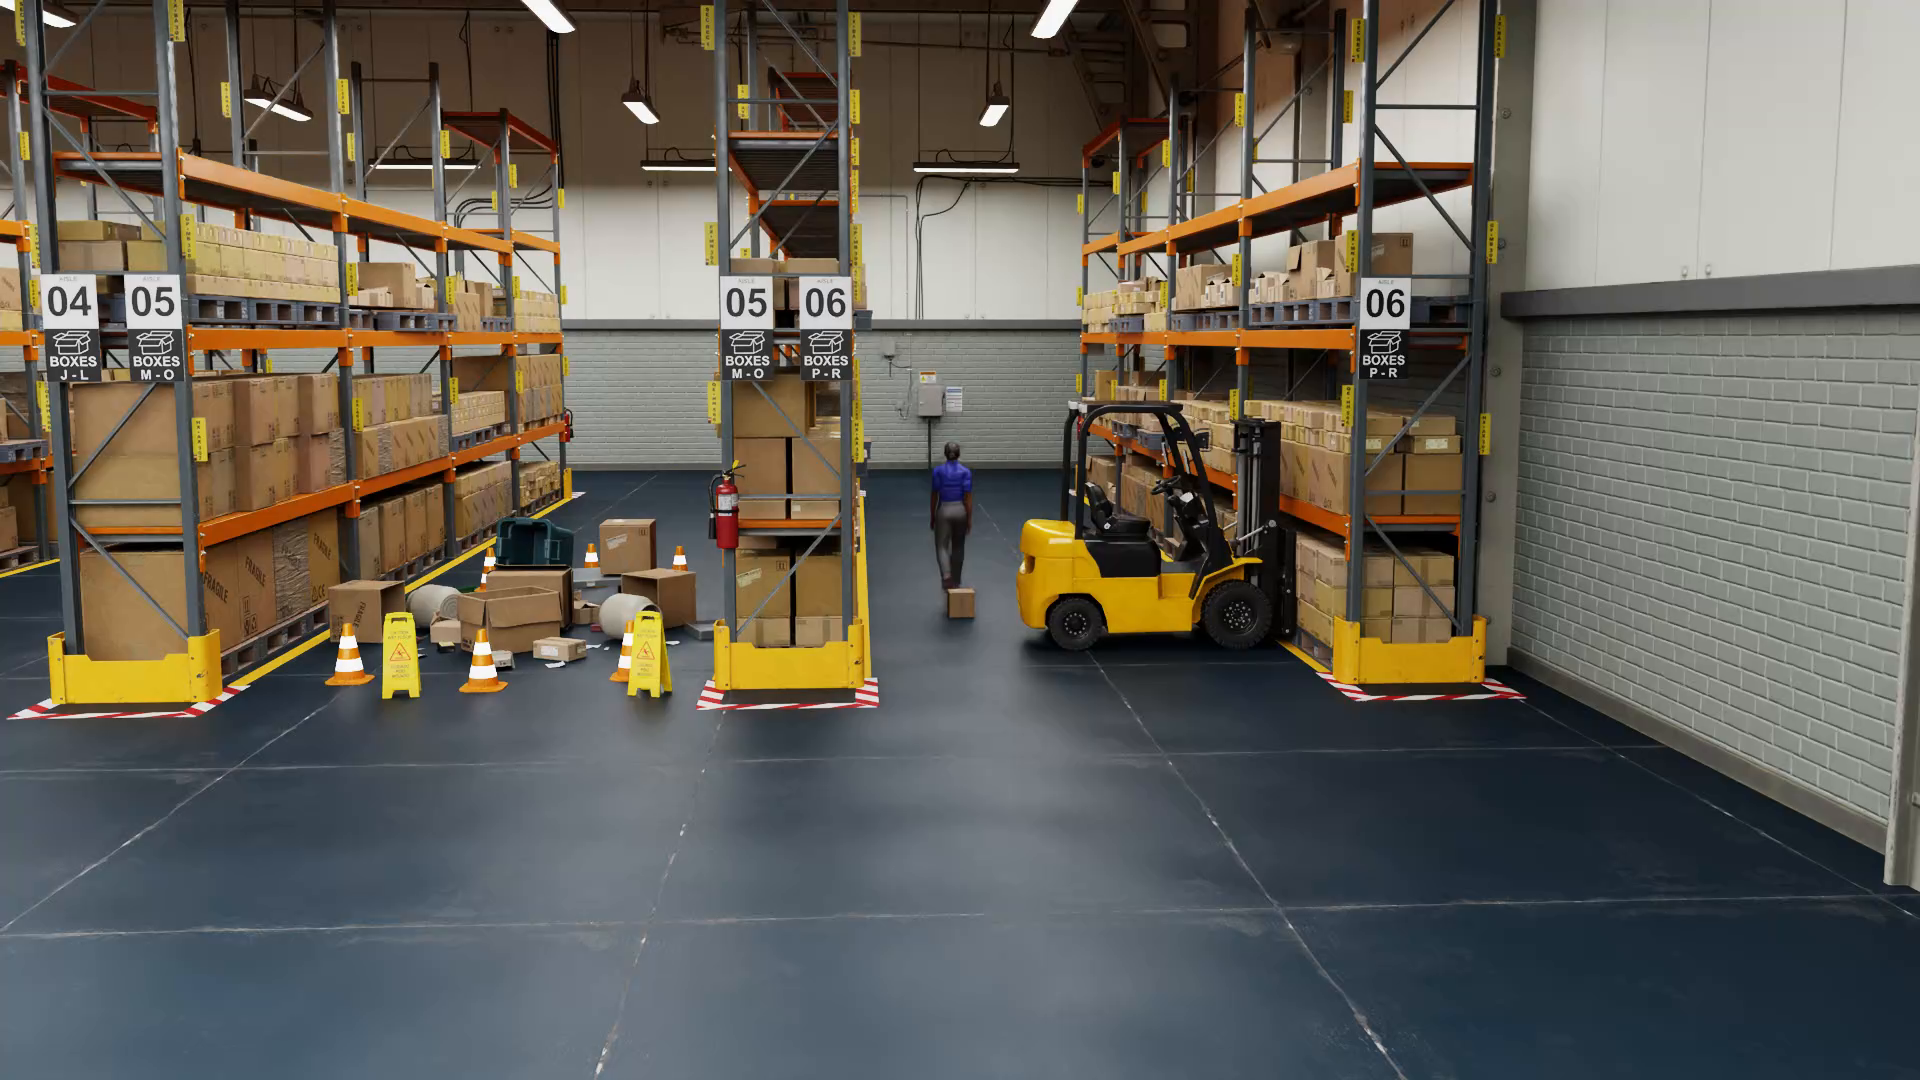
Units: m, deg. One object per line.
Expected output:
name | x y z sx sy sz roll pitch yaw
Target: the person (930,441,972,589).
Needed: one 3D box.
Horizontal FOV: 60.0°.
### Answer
person | -0.092 -0.249 17.788 0.449 1.613 0.932 0 7 -4
